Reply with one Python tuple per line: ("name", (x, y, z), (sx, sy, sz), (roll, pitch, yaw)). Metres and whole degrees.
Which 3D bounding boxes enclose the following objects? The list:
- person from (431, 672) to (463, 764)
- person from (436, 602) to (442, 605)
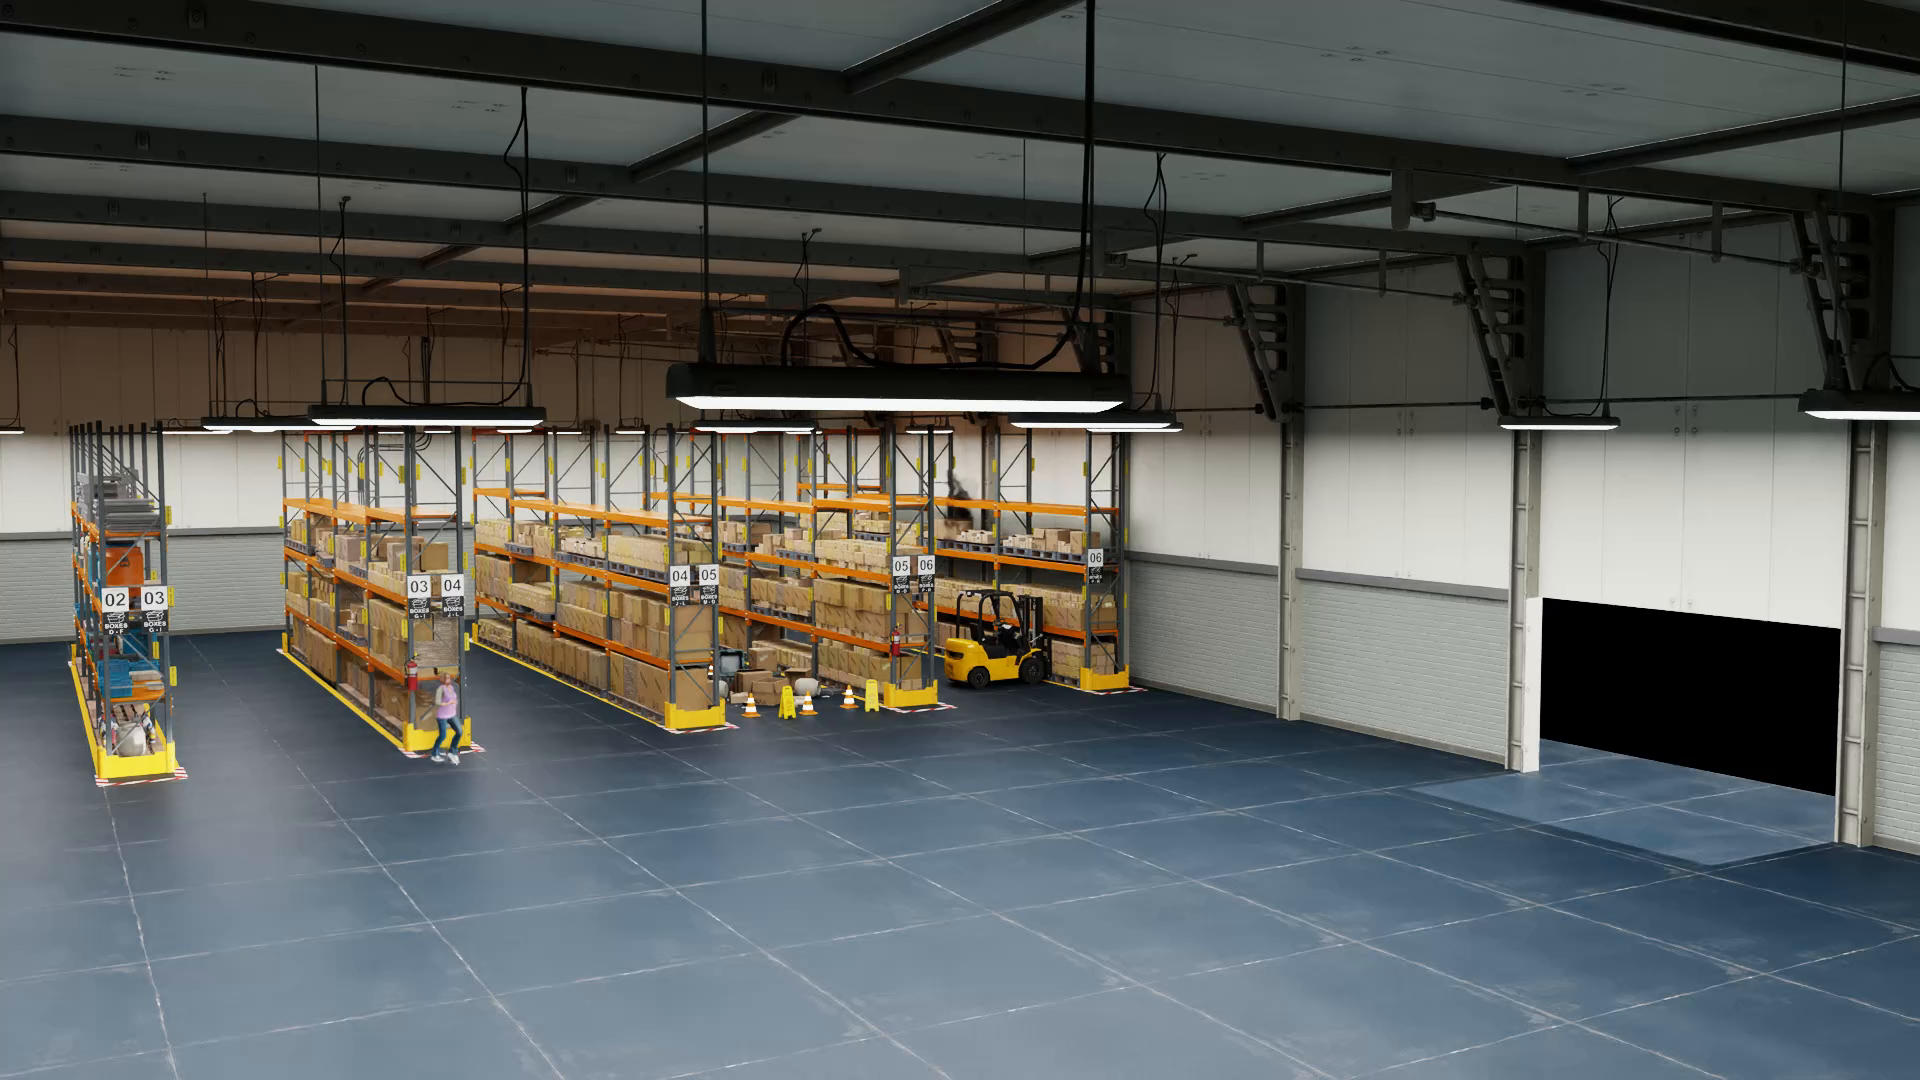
("person", (-8.981, 3.137, 29.097), (0.628, 1.623, 0.536), (2, 4, 25))
("person", (-13.438, 2.141, 43.727), (0.729, 1.829, 0.977), (-1, 4, -20))
